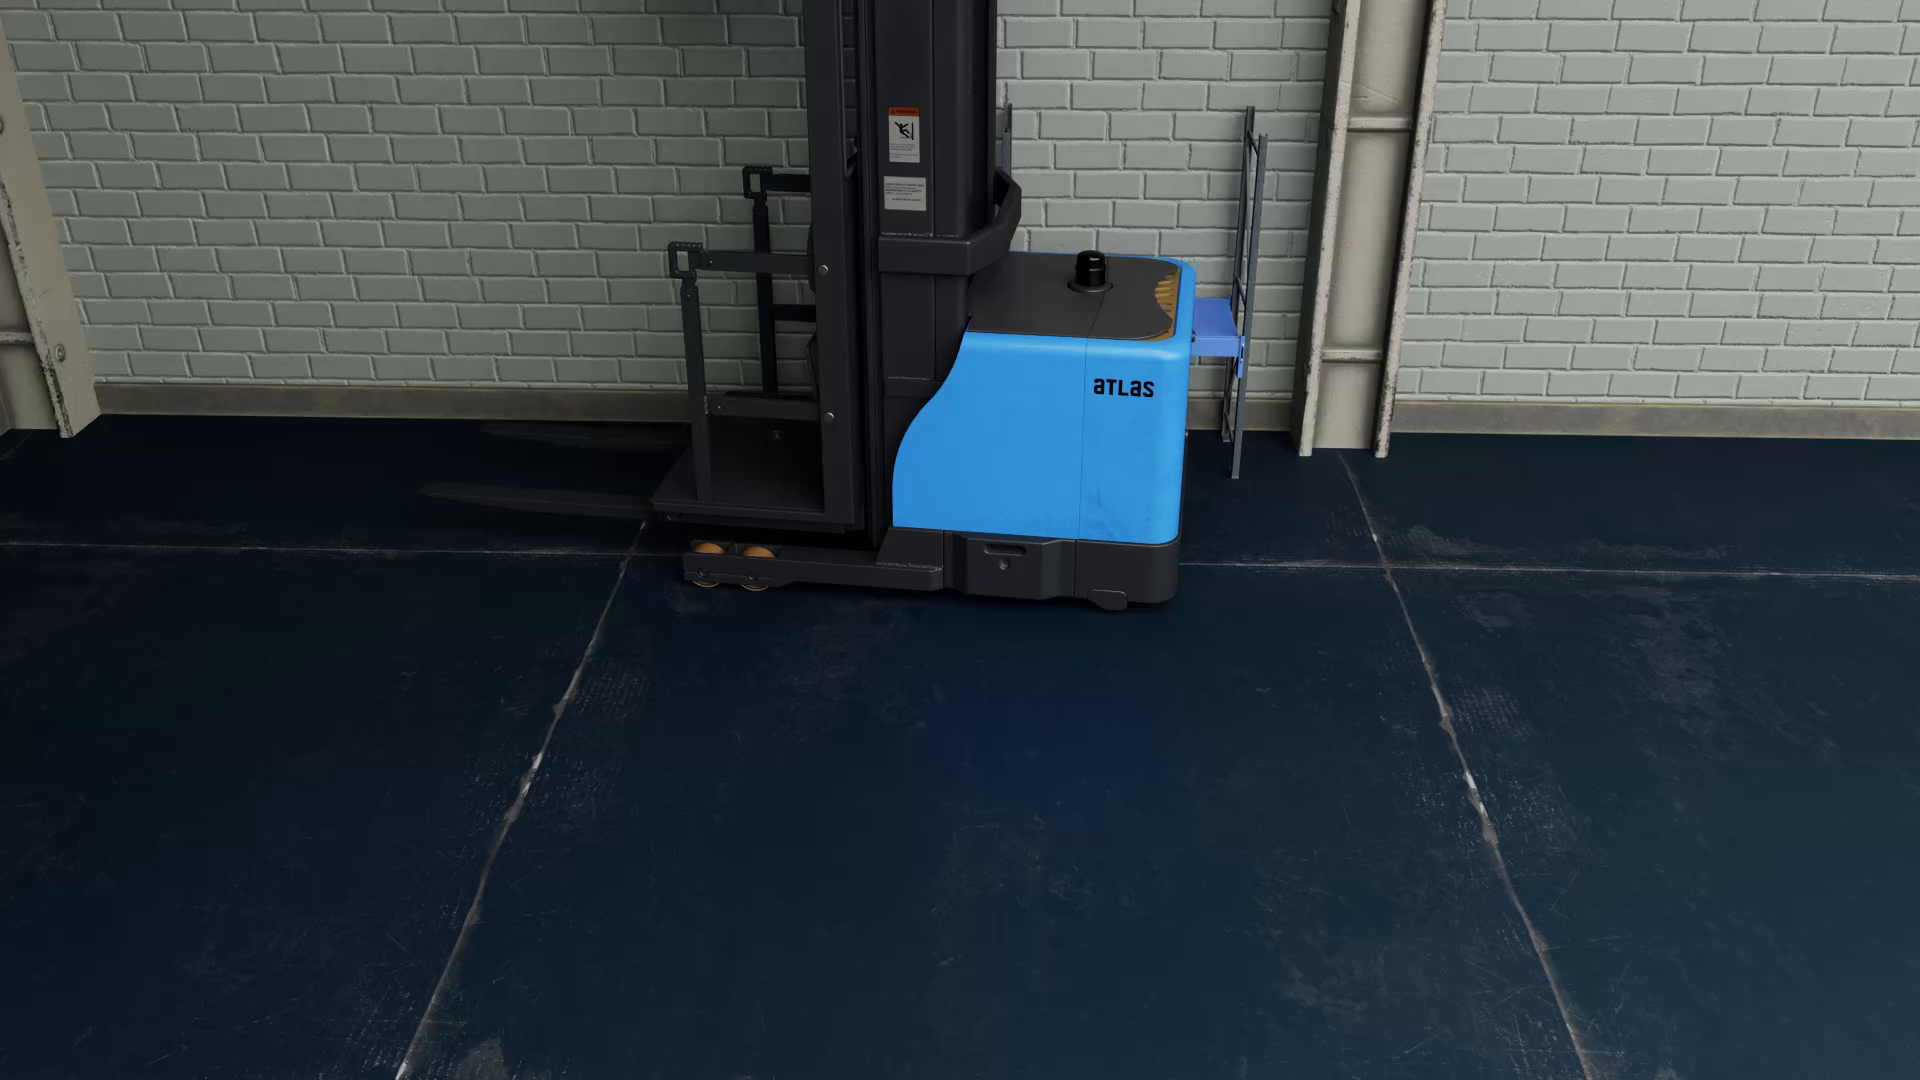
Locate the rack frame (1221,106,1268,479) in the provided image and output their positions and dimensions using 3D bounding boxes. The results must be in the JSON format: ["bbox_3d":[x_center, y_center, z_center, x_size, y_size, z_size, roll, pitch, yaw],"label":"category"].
[{"bbox_3d":[1.210,-1.045,7.119,0.032,1.500,0.500,1,28,2],"label":"rack frame"}]

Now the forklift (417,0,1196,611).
[{"bbox_3d":[-0.622,-1.339,6.146,3.031,2.935,1.130,4,28,8],"label":"forklift"}]

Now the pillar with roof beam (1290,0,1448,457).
[{"bbox_3d":[1.571,-2.408,1.684,0.400,9.000,9.100,1,28,2],"label":"pillar with roof beam"}]

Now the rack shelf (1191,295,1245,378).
[{"bbox_3d":[0.702,-0.897,7.224,1.000,0.185,0.538,1,28,2],"label":"rack shelf"}]

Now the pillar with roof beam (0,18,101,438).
[{"bbox_3d":[-4.426,-2.507,1.871,0.400,9.000,9.100,1,28,2],"label":"pillar with roof beam"}]

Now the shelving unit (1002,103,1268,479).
[{"bbox_3d":[0.702,-1.056,7.140,1.048,1.500,0.538,1,28,2],"label":"shelving unit"}]

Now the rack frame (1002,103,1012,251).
[{"bbox_3d":[0.195,-1.066,7.160,0.032,1.500,0.500,1,28,2],"label":"rack frame"}]
